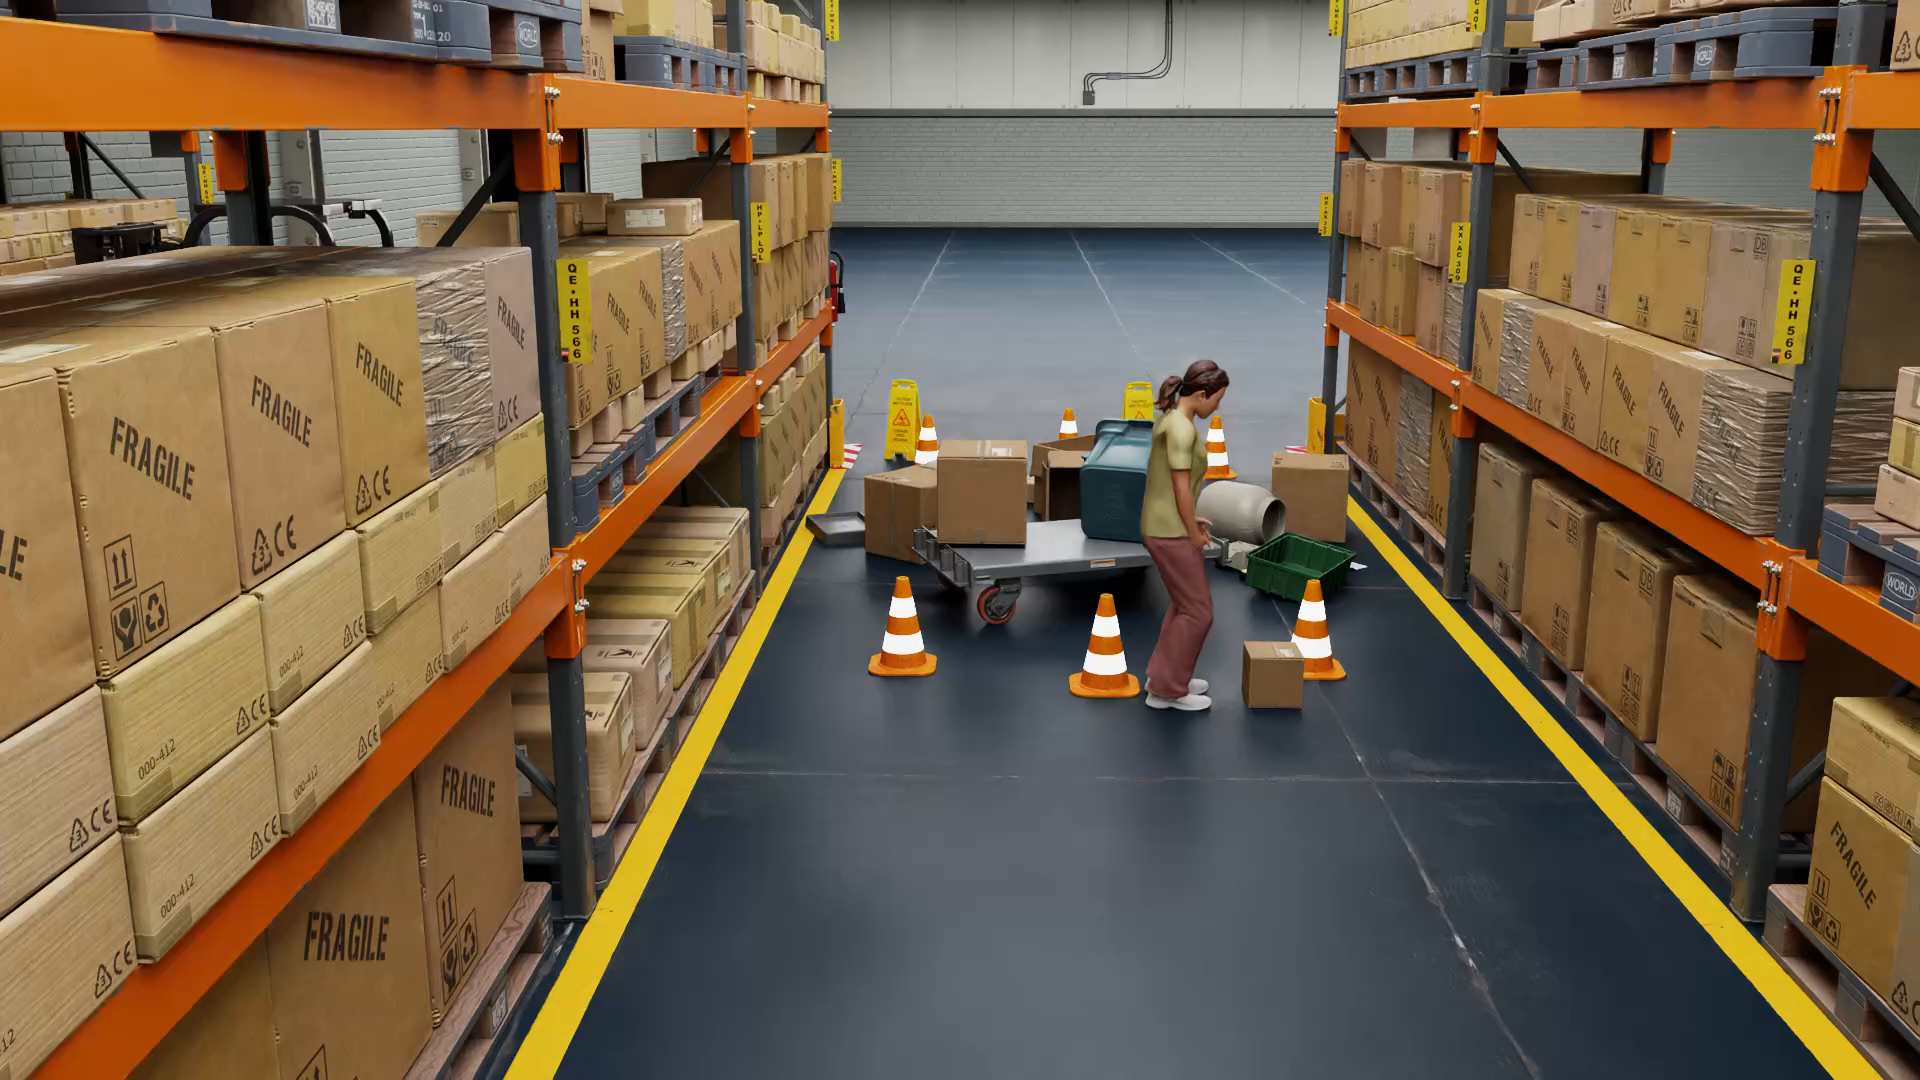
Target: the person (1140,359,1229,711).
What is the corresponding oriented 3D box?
[{"bbox_3d":[1.032,-0.032,7.752,0.388,1.627,0.470,1,14,3],"label":"person"}]
